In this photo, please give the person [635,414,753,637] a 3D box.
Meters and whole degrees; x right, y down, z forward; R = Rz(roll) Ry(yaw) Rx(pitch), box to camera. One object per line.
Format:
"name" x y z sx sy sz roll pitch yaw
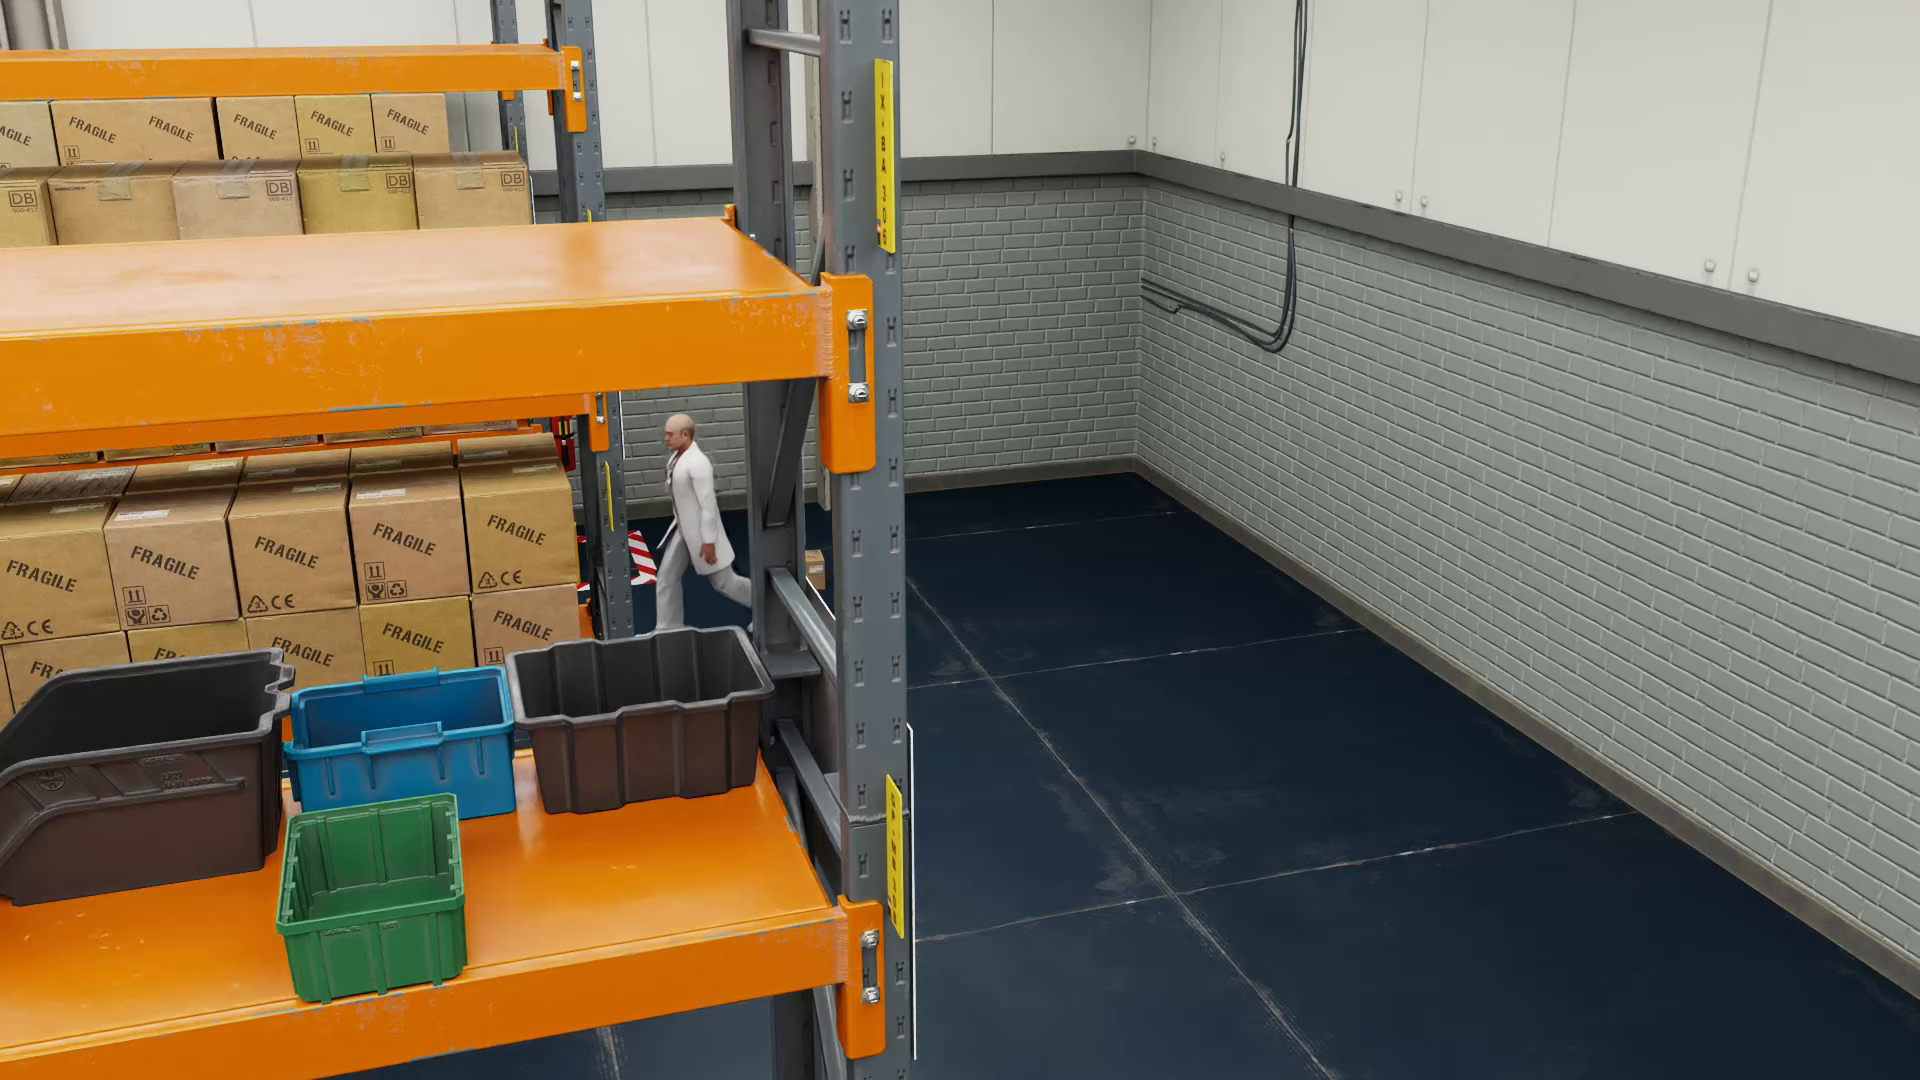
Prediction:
"person" -1.794 -0.071 11.829 1.127 1.725 0.589 -11 22 -28
